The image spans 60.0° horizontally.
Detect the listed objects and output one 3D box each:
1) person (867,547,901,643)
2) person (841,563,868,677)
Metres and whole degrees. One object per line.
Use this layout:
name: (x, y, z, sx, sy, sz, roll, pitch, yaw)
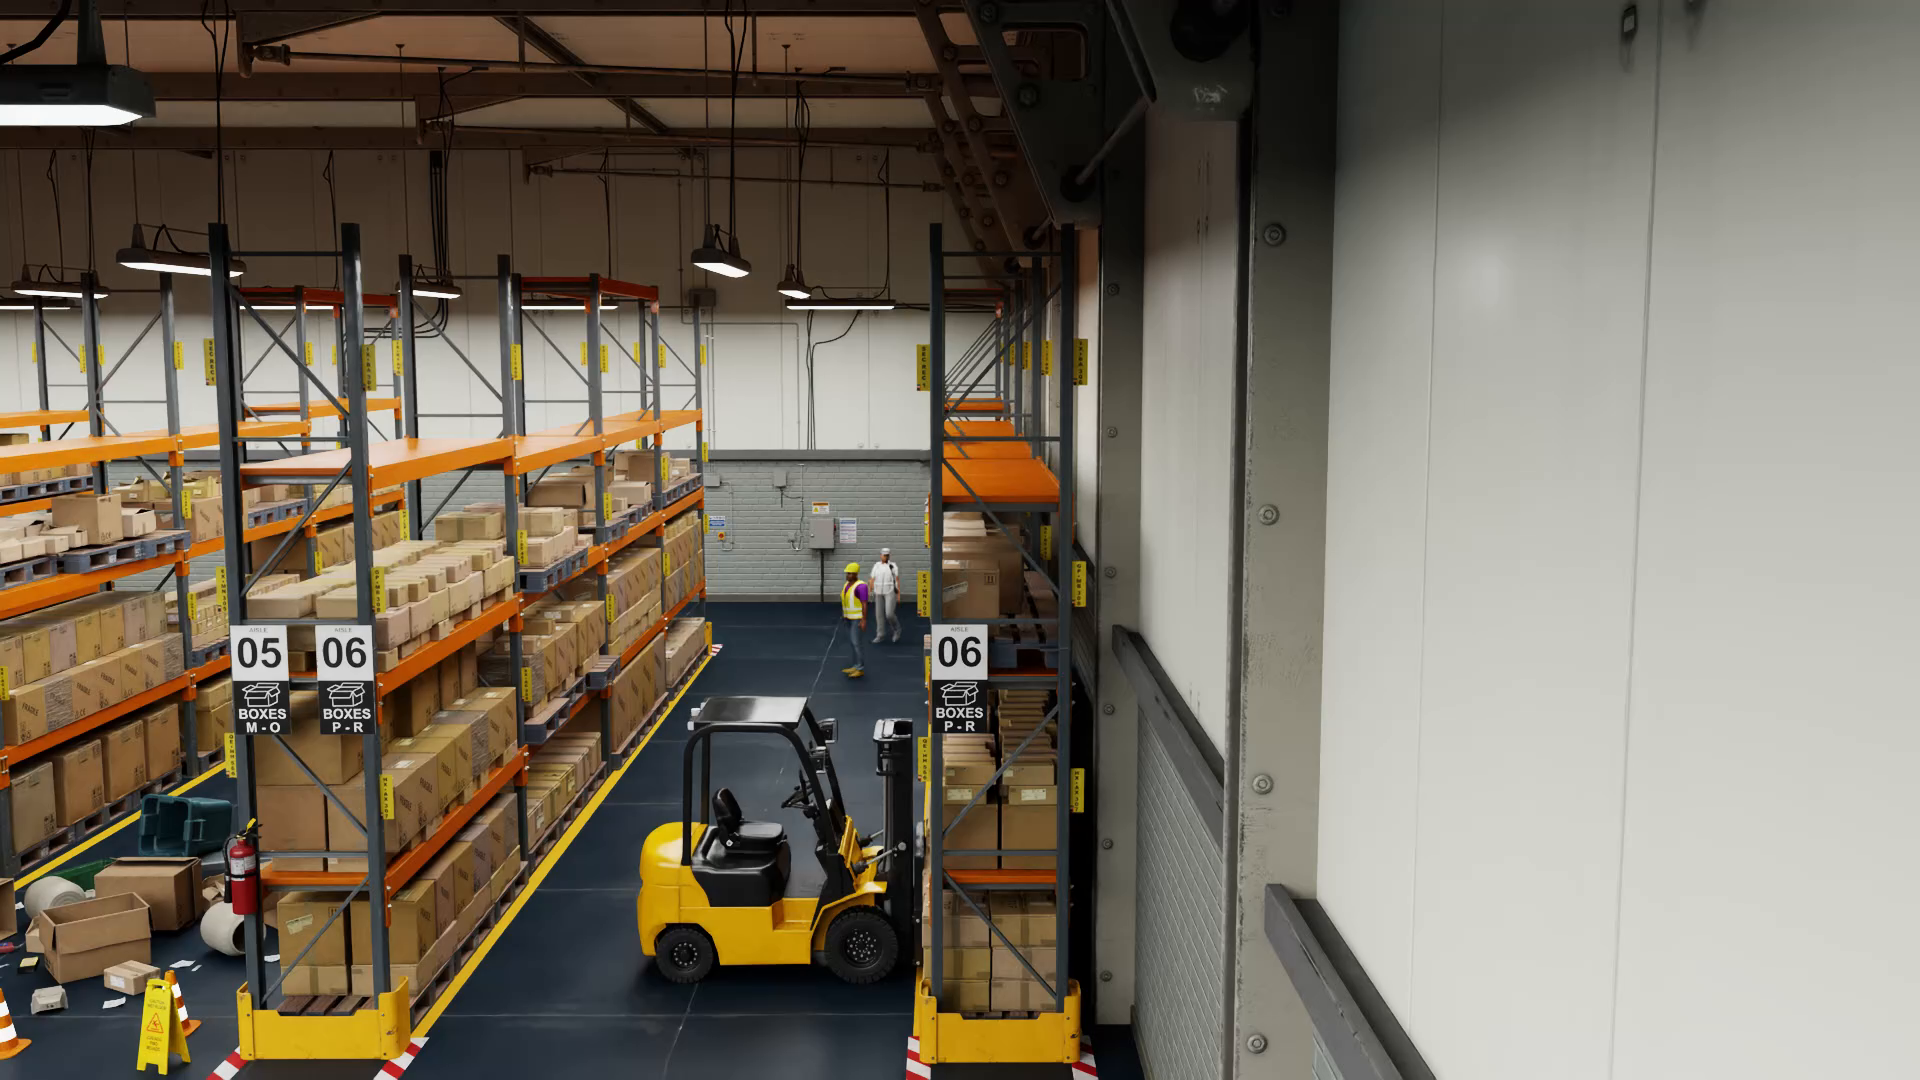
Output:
person: (-1.326, 0.969, 29.068, 0.547, 1.660, 0.522, 3, 8, 27)
person: (-1.672, 1.240, 26.091, 0.360, 1.767, 0.653, -4, 8, -32)
